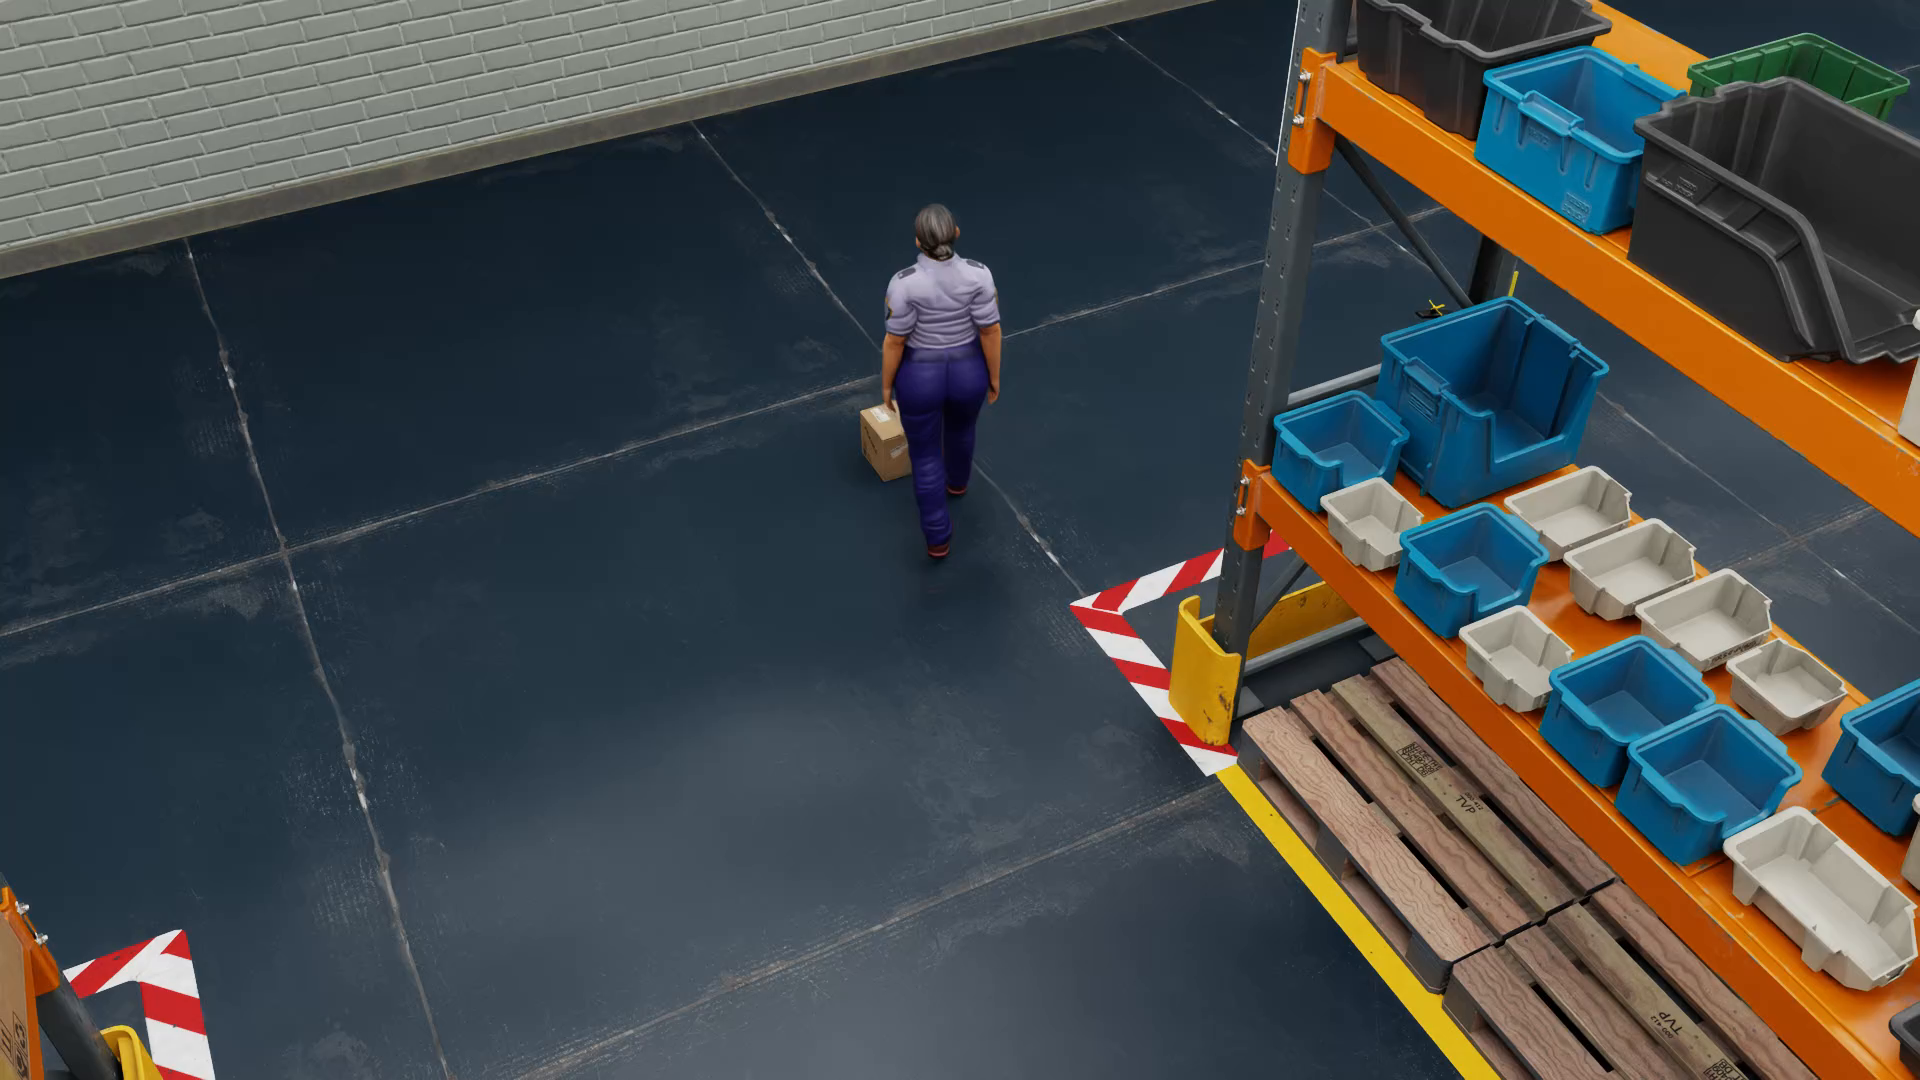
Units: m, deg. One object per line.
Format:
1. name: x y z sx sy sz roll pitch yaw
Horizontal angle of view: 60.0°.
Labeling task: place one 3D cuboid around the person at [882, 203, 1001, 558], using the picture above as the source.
1. person: -0.113 -0.752 7.017 0.492 1.630 0.703 -10 42 -11
